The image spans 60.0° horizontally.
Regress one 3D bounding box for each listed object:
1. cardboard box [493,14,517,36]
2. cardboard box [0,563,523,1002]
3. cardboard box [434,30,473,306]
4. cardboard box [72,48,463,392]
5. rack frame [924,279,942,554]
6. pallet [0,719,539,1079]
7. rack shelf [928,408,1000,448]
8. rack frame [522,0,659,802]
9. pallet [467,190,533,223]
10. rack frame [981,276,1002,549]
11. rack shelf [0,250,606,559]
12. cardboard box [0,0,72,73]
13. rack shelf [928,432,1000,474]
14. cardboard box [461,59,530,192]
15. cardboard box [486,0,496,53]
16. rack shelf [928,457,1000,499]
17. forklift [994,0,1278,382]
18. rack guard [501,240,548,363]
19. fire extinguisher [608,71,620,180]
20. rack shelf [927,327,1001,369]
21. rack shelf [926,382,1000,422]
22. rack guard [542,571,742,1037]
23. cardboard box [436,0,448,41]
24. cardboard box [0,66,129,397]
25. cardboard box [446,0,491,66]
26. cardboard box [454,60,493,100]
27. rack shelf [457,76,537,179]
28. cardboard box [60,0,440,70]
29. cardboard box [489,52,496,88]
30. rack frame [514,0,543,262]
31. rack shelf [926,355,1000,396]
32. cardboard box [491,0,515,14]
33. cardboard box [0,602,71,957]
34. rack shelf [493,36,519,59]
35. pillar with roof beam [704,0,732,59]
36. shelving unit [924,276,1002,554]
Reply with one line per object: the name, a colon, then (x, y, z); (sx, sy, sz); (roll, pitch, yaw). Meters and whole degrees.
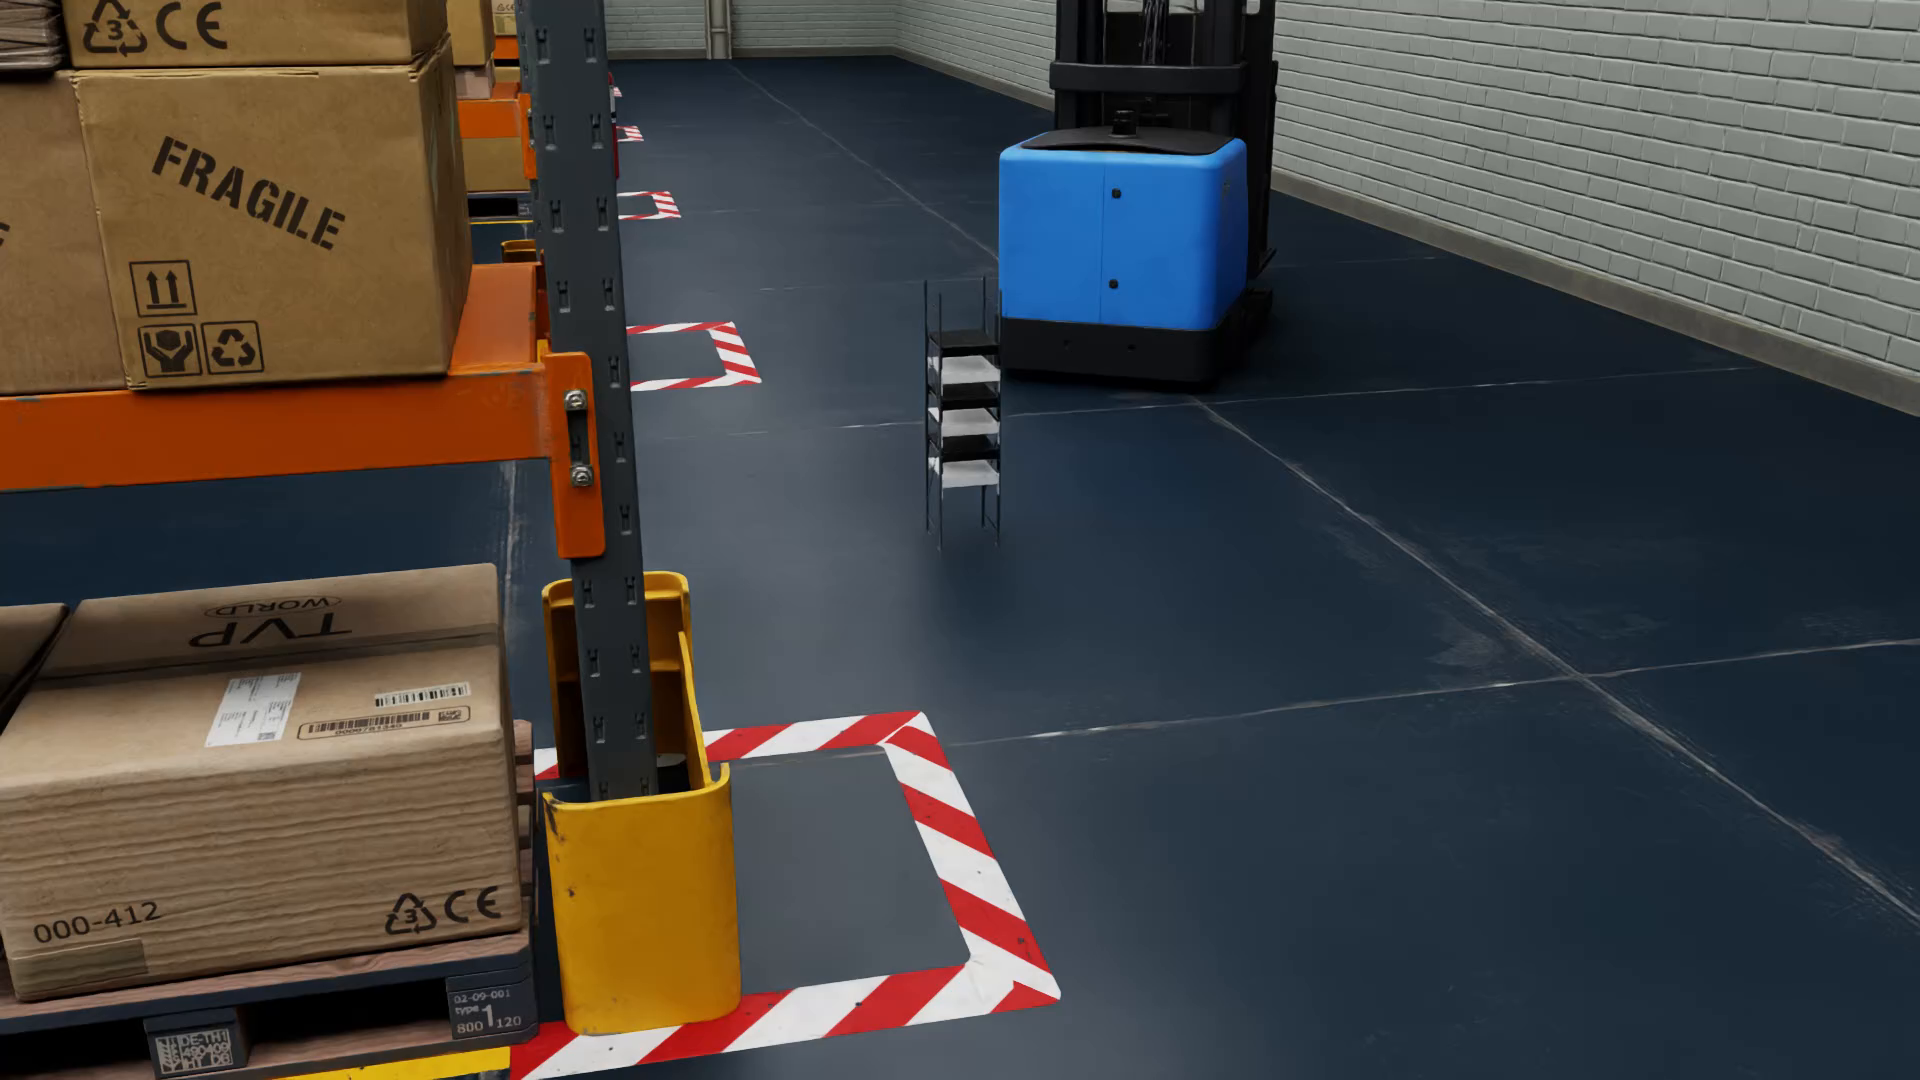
cardboard box: (-3.298, -3.716, 11.962); (0.250, 0.149, 0.380); (-4, 21, -11)
cardboard box: (-1.367, 0.437, 3.375); (0.875, 0.438, 0.875); (-5, 21, -14)
cardboard box: (-1.280, -0.760, 3.382); (0.500, 0.500, 0.500); (-5, 21, -13)
cardboard box: (-1.156, -0.575, 2.878); (0.500, 0.500, 0.500); (-5, 21, -12)
rack frame: (-0.091, -0.415, 5.640); (0.006, 0.900, 0.240); (-5, 21, -12)
pallet: (-1.507, 0.744, 3.476); (1.213, 0.211, 1.003); (-5, 21, -12)
rack shelf: (0.008, -0.392, 5.673); (0.200, 0.077, 0.258); (-5, 21, -12)
rack frame: (-0.747, -0.655, 3.241); (0.127, 3.000, 1.000); (-5, 21, -12)
pallet: (-3.788, -2.573, 12.532); (1.213, 0.211, 1.003); (-5, 21, -12)
rack frame: (0.107, -0.431, 5.684); (0.006, 0.900, 0.240); (-5, 21, -12)
rack shelf: (-2.694, -0.159, 2.932); (4.000, 0.370, 1.077); (-5, 21, -12)
cardboard box: (-1.664, -1.002, 2.590); (0.500, 0.500, 0.500); (-5, 21, -12)
rack shelf: (0.008, -0.307, 5.704); (0.200, 0.077, 0.258); (-5, 21, -12)
cardboard box: (-3.632, -3.094, 12.378); (0.875, 0.875, 0.875); (-5, 21, -12)
cardboard box: (-2.485, -2.547, 7.829); (0.500, 0.500, 0.500); (-4, 20, -10)
rack shelf: (0.008, -0.223, 5.735); (0.200, 0.077, 0.258); (-5, 21, -12)
forklift: (1.094, -2.567, 8.561); (1.130, 2.935, 3.031); (6, 21, 16)
rack guard: (-2.059, -1.124, 8.156); (0.348, 0.500, 1.175); (-5, 21, -12)
fire extinguisher: (-1.633, -1.958, 7.452); (0.183, 0.674, 0.296); (-5, 21, -12)
rack shelf: (0.008, -0.645, 5.580); (0.200, 0.077, 0.258); (-5, 21, -12)
rack shelf: (0.008, -0.476, 5.642); (0.200, 0.077, 0.258); (-5, 21, -12)
rack guard: (-0.724, 0.517, 3.676); (0.348, 0.500, 1.175); (-5, 21, -12)
cardboard box: (-1.280, -1.228, 3.208); (0.500, 0.500, 0.500); (-5, 21, -14)
cardboard box: (-1.648, -0.540, 2.783); (0.500, 0.500, 0.500); (-5, 21, -14)
cardboard box: (-2.363, -2.369, 7.342); (0.500, 0.500, 0.500); (-4, 21, -11)
cardboard box: (-2.237, -2.065, 7.457); (0.250, 0.149, 0.380); (-5, 21, -12)
rack shelf: (-3.931, -1.808, 7.434); (4.000, 0.370, 1.077); (-5, 21, -12)
cardboard box: (-1.162, -1.053, 2.730); (0.500, 0.500, 0.500); (-4, 20, -11)
cardboard box: (-2.375, -2.270, 8.015); (0.250, 0.149, 0.380); (-5, 21, -13)
rack frame: (-1.985, -2.304, 7.742); (0.127, 3.000, 1.000); (-5, 21, -12)
rack shelf: (0.008, -0.561, 5.611); (0.200, 0.077, 0.258); (-5, 21, -12)
cardboard box: (-3.438, -3.914, 11.924); (0.500, 0.250, 0.500); (-5, 21, -13)
cardboard box: (-2.255, 0.512, 3.170); (0.875, 0.438, 0.875); (-4, 21, -11)
rack shelf: (-4.974, -3.476, 11.988); (4.000, 0.370, 1.077); (-5, 21, -12)
pillar with roof beam: (-3.028, -10.825, 22.283); (0.400, 9.000, 9.100); (-5, 21, -12)
shelving unit: (0.008, -0.423, 5.662); (0.210, 0.900, 0.258); (-5, 21, -12)
